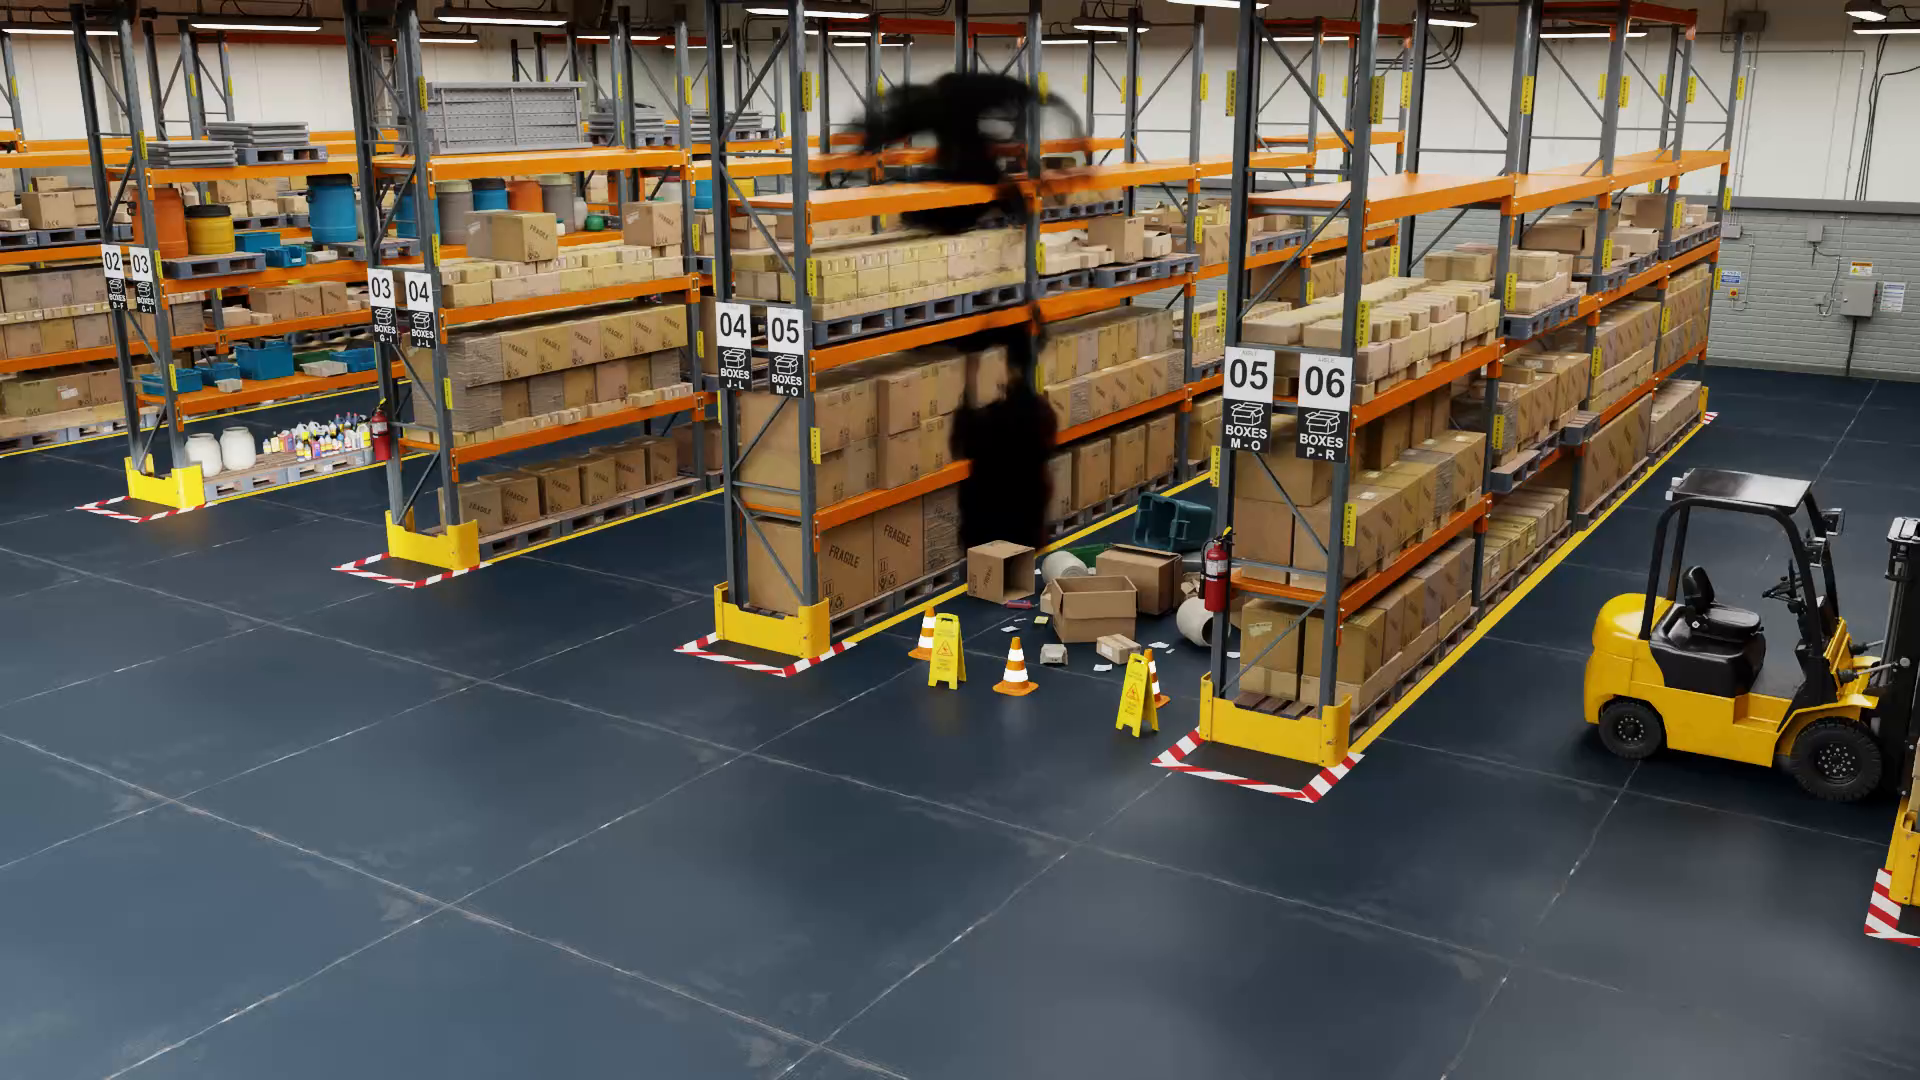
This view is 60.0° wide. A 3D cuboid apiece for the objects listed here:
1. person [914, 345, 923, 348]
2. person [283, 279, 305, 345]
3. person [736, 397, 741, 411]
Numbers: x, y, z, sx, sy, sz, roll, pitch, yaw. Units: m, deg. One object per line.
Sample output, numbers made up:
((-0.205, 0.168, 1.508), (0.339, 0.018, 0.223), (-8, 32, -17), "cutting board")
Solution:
((-0.497, -1.875, 22.876), (0.588, 1.622, 0.774), (10, 18, 32), "person")
((-11.886, -3.844, 29.832), (0.689, 1.718, 0.610), (10, 18, 31), "person")
((-3.558, -2.638, 25.512), (0.680, 1.848, 0.752), (9, 18, 29), "person")
